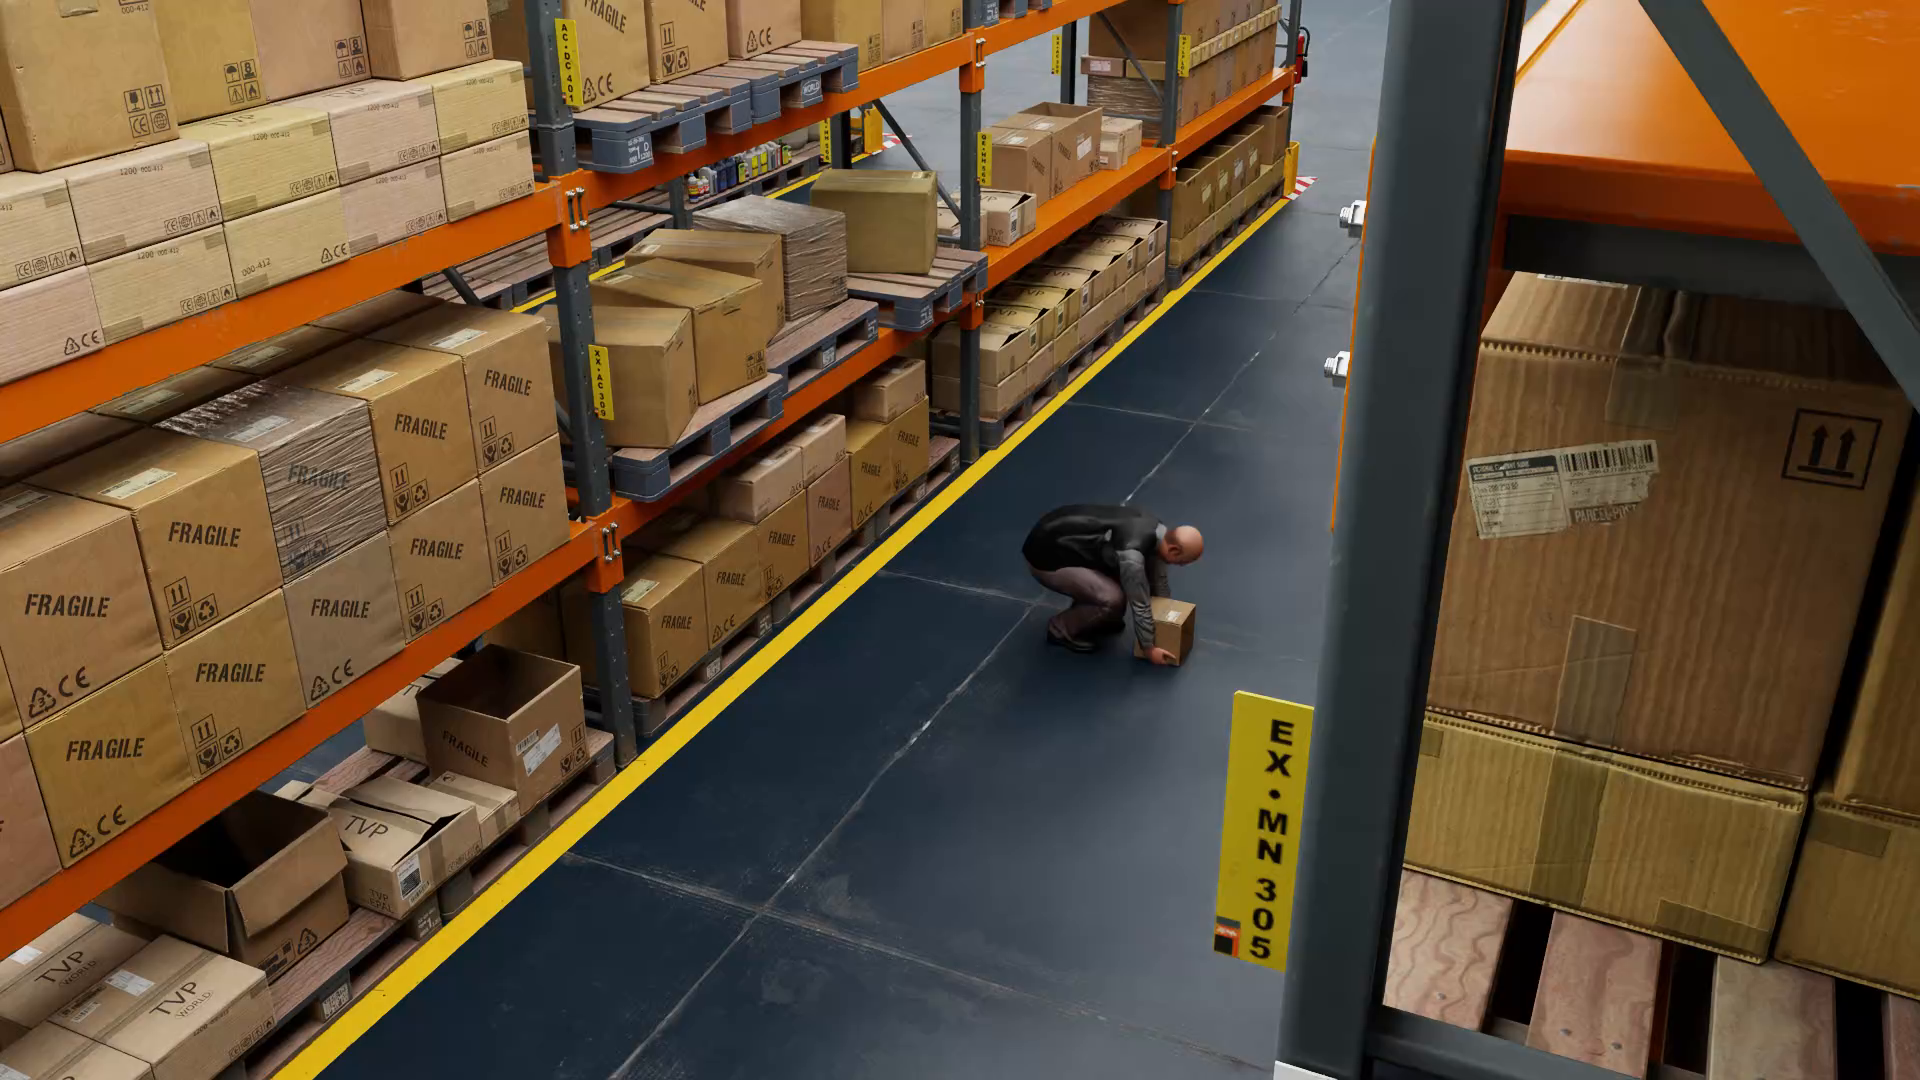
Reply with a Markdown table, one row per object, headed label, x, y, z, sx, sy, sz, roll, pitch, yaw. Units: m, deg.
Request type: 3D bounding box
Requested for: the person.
| label | x | y | z | sx | sy | sz | roll | pitch | yaw |
| --- | --- | --- | --- | --- | --- | --- | --- | --- | --- |
| person | 0.809 | 0.200 | 8.835 | 0.938 | 0.791 | 0.505 | 11 | 28 | 21 |
